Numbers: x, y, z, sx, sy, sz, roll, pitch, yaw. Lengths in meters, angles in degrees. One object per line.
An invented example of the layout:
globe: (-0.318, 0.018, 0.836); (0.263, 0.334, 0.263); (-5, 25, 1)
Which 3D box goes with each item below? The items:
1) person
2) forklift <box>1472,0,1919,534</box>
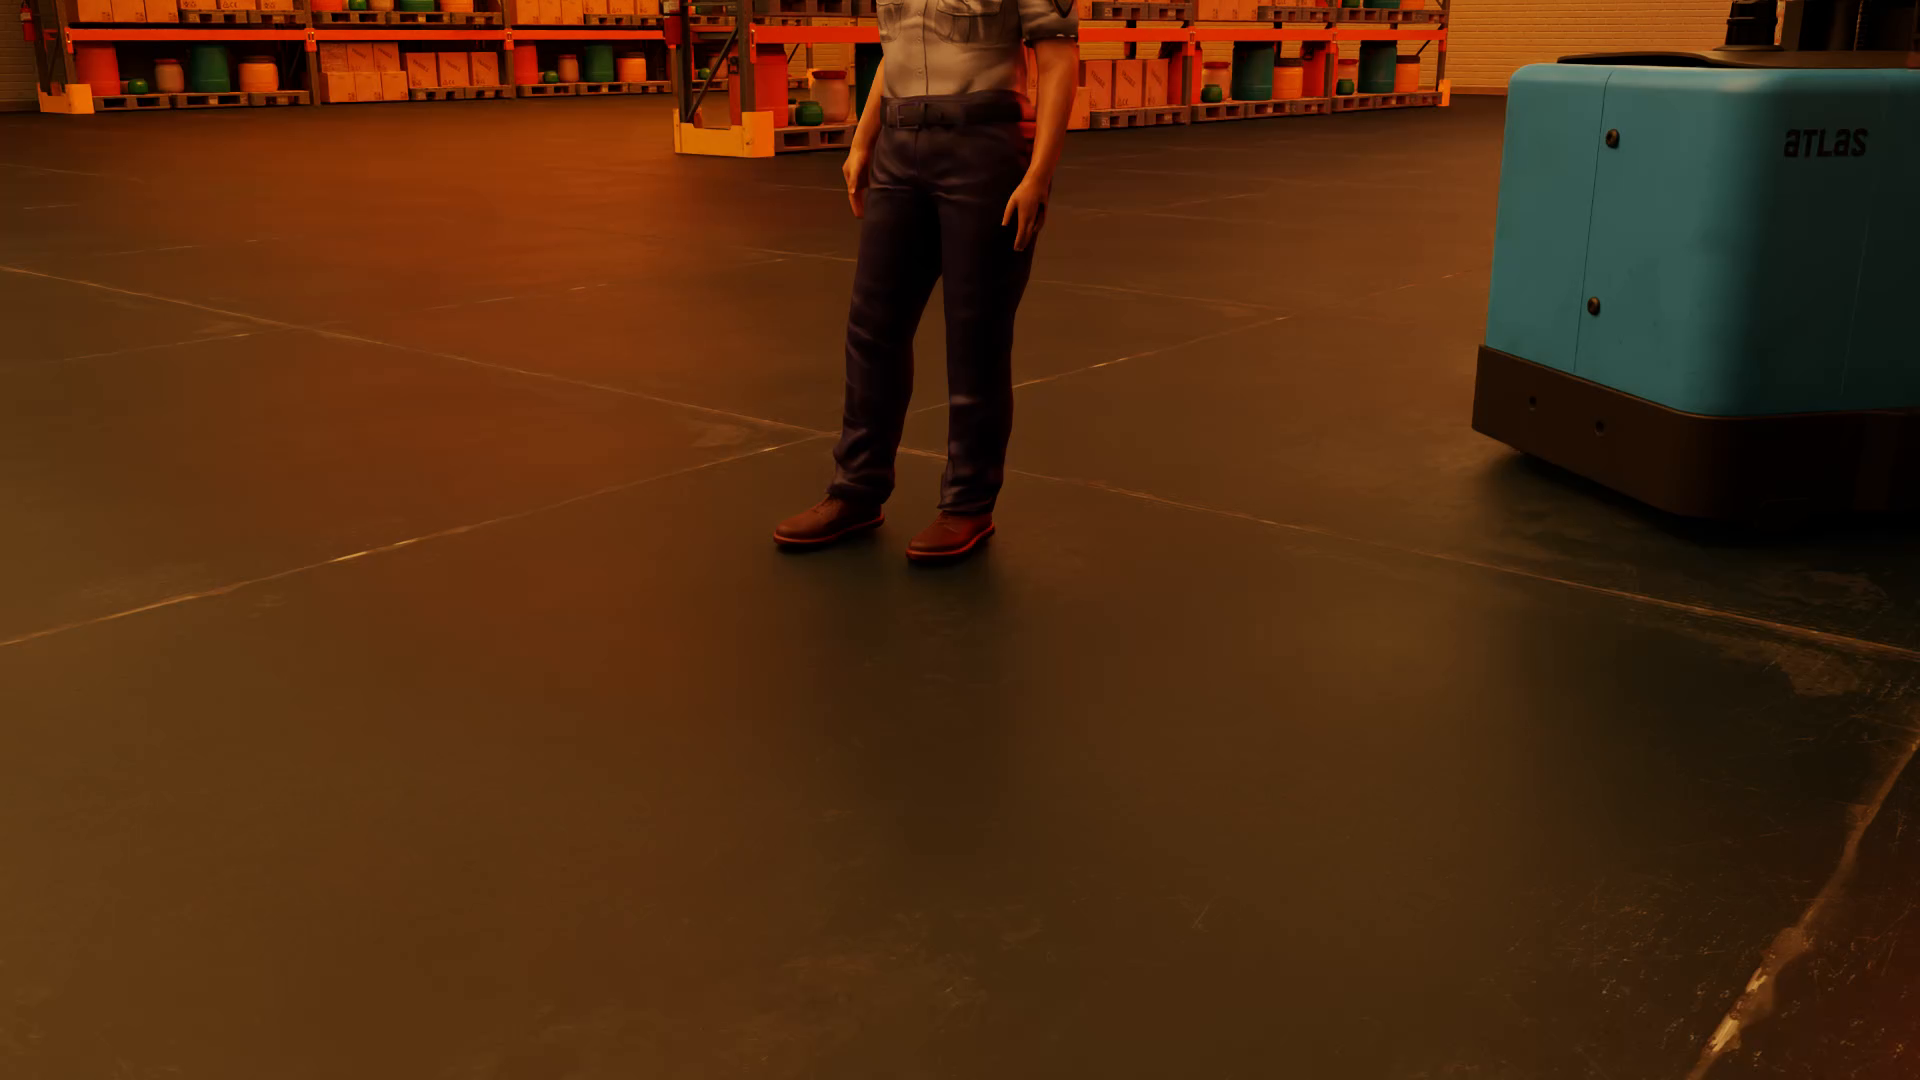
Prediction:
person: (-0.075, -0.781, 3.648); (0.598, 1.651, 0.503); (13, 21, 37)
forklift: (3.032, -1.623, 4.243); (3.031, 2.935, 1.130); (-4, 17, -13)
